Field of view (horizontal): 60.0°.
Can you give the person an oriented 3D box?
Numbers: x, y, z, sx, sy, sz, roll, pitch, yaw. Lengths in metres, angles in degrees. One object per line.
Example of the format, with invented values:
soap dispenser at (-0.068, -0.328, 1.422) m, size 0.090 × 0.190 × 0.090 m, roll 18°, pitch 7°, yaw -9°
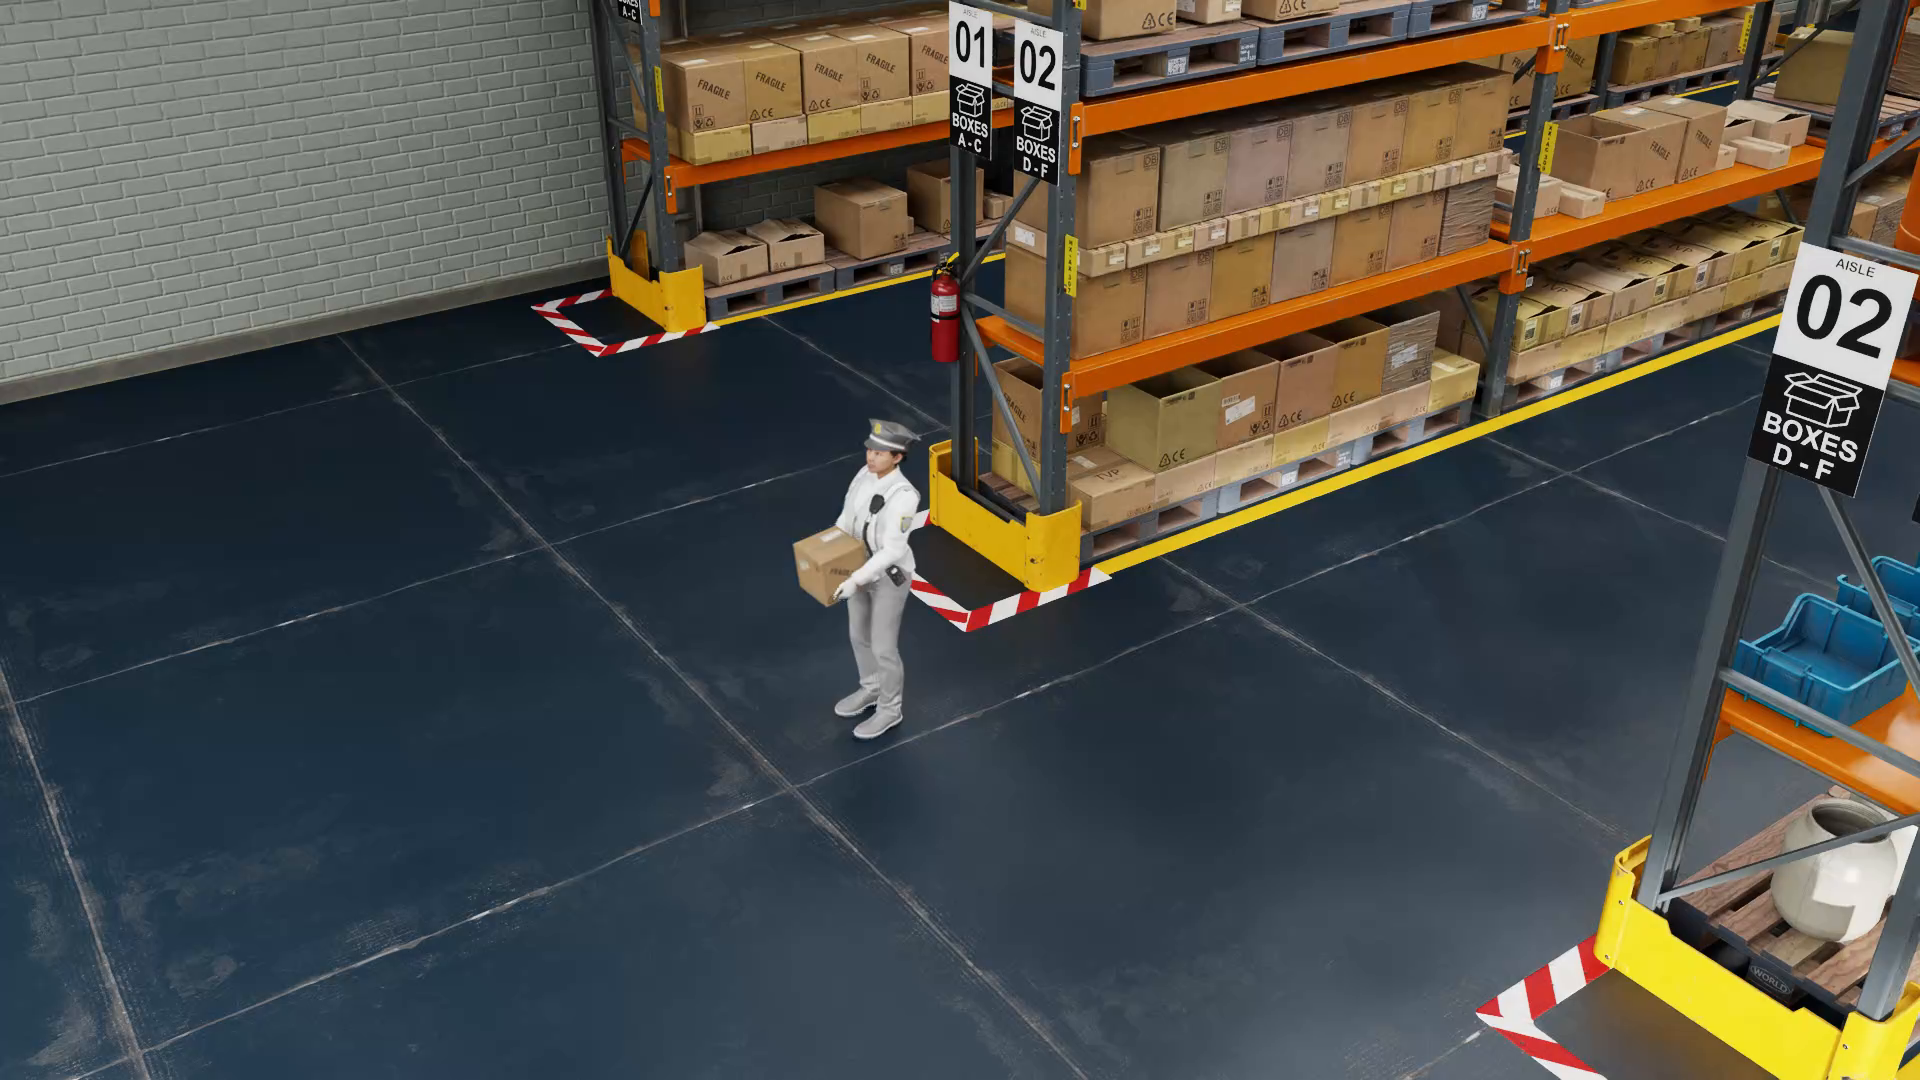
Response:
person at (-0.453, 0.193, 8.237) m, size 0.554 × 1.695 × 0.467 m, roll -19°, pitch 34°, yaw -31°
